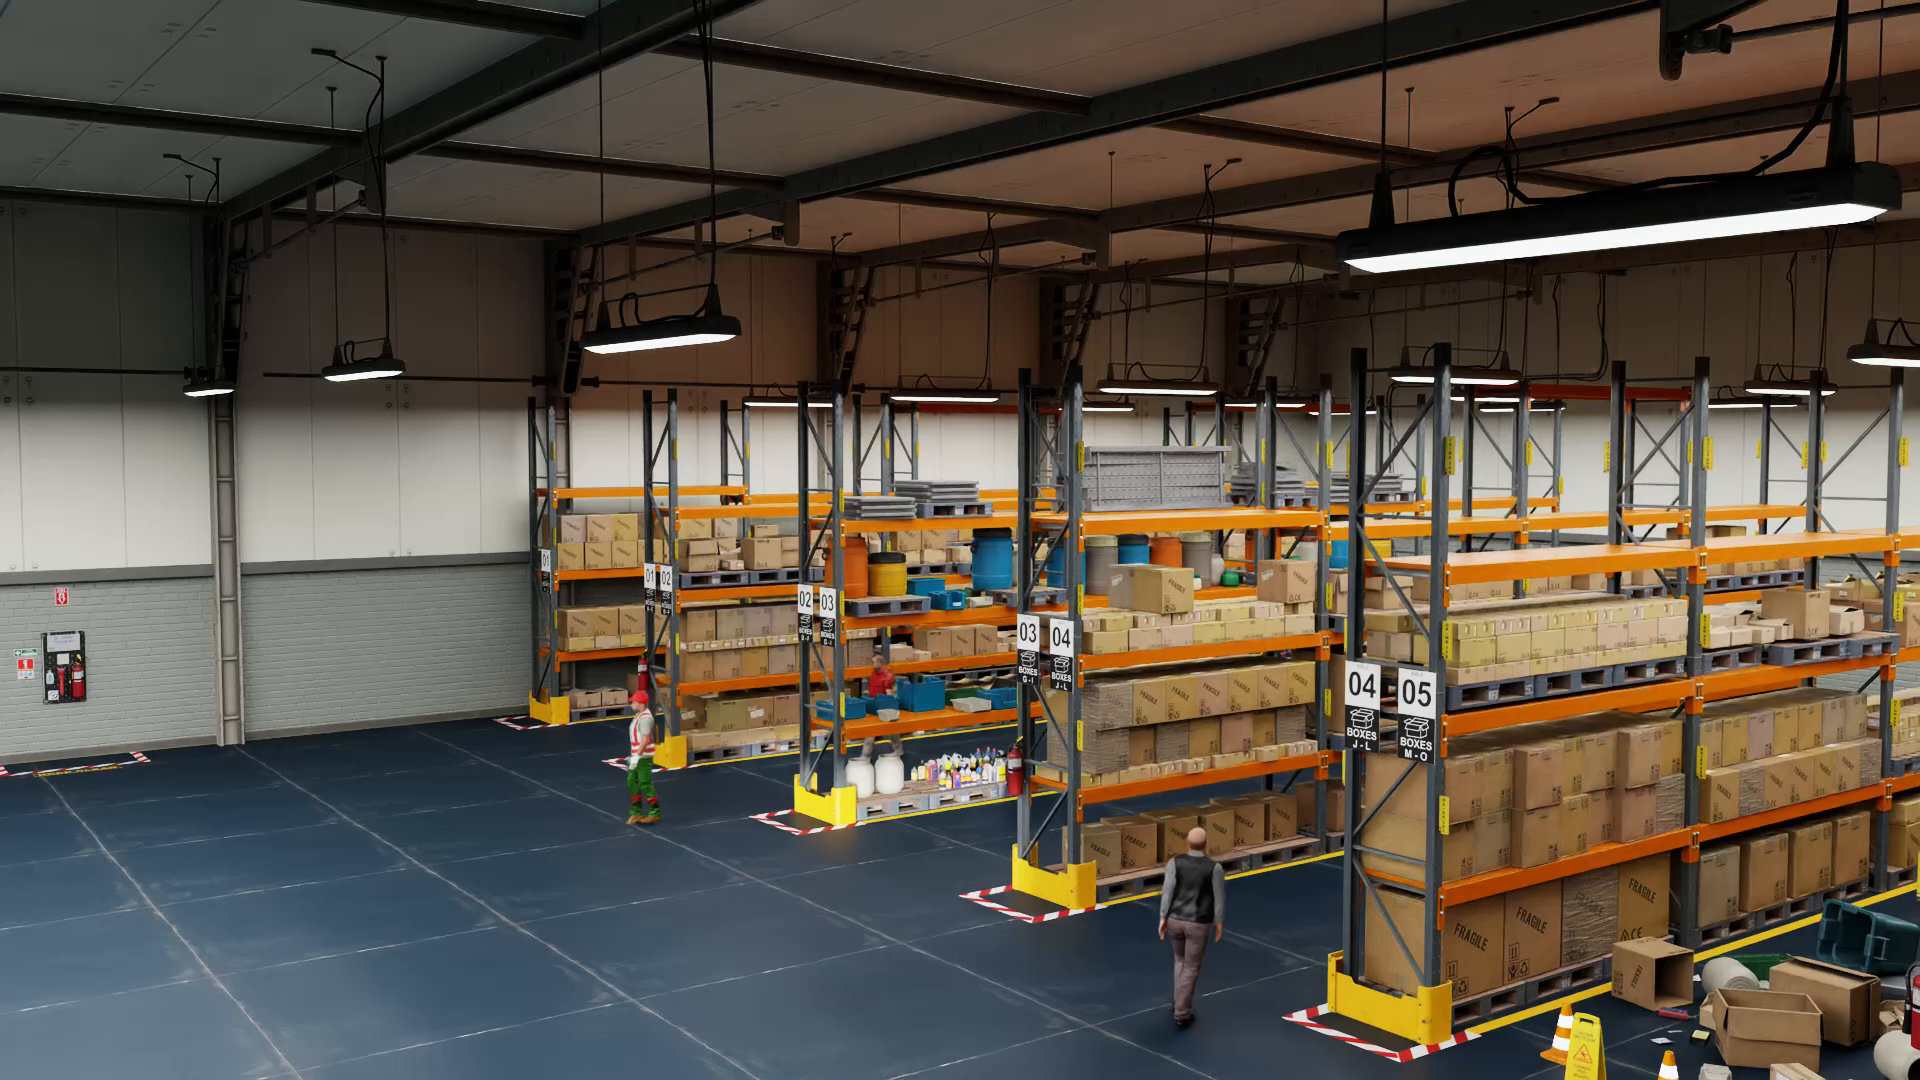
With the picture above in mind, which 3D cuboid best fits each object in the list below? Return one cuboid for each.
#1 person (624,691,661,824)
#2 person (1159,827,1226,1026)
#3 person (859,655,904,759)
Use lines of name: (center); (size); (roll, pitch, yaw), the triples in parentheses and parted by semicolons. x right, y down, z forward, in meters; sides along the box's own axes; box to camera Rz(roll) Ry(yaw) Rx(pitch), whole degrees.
person: (-4.310, 2.965, 22.464); (0.506, 1.859, 0.618); (-1, 4, -20)
person: (2.064, 3.451, 14.785); (0.531, 1.758, 0.571); (2, 4, 30)
person: (-1.315, 2.707, 26.896); (0.932, 1.691, 0.563); (-3, 5, -44)
